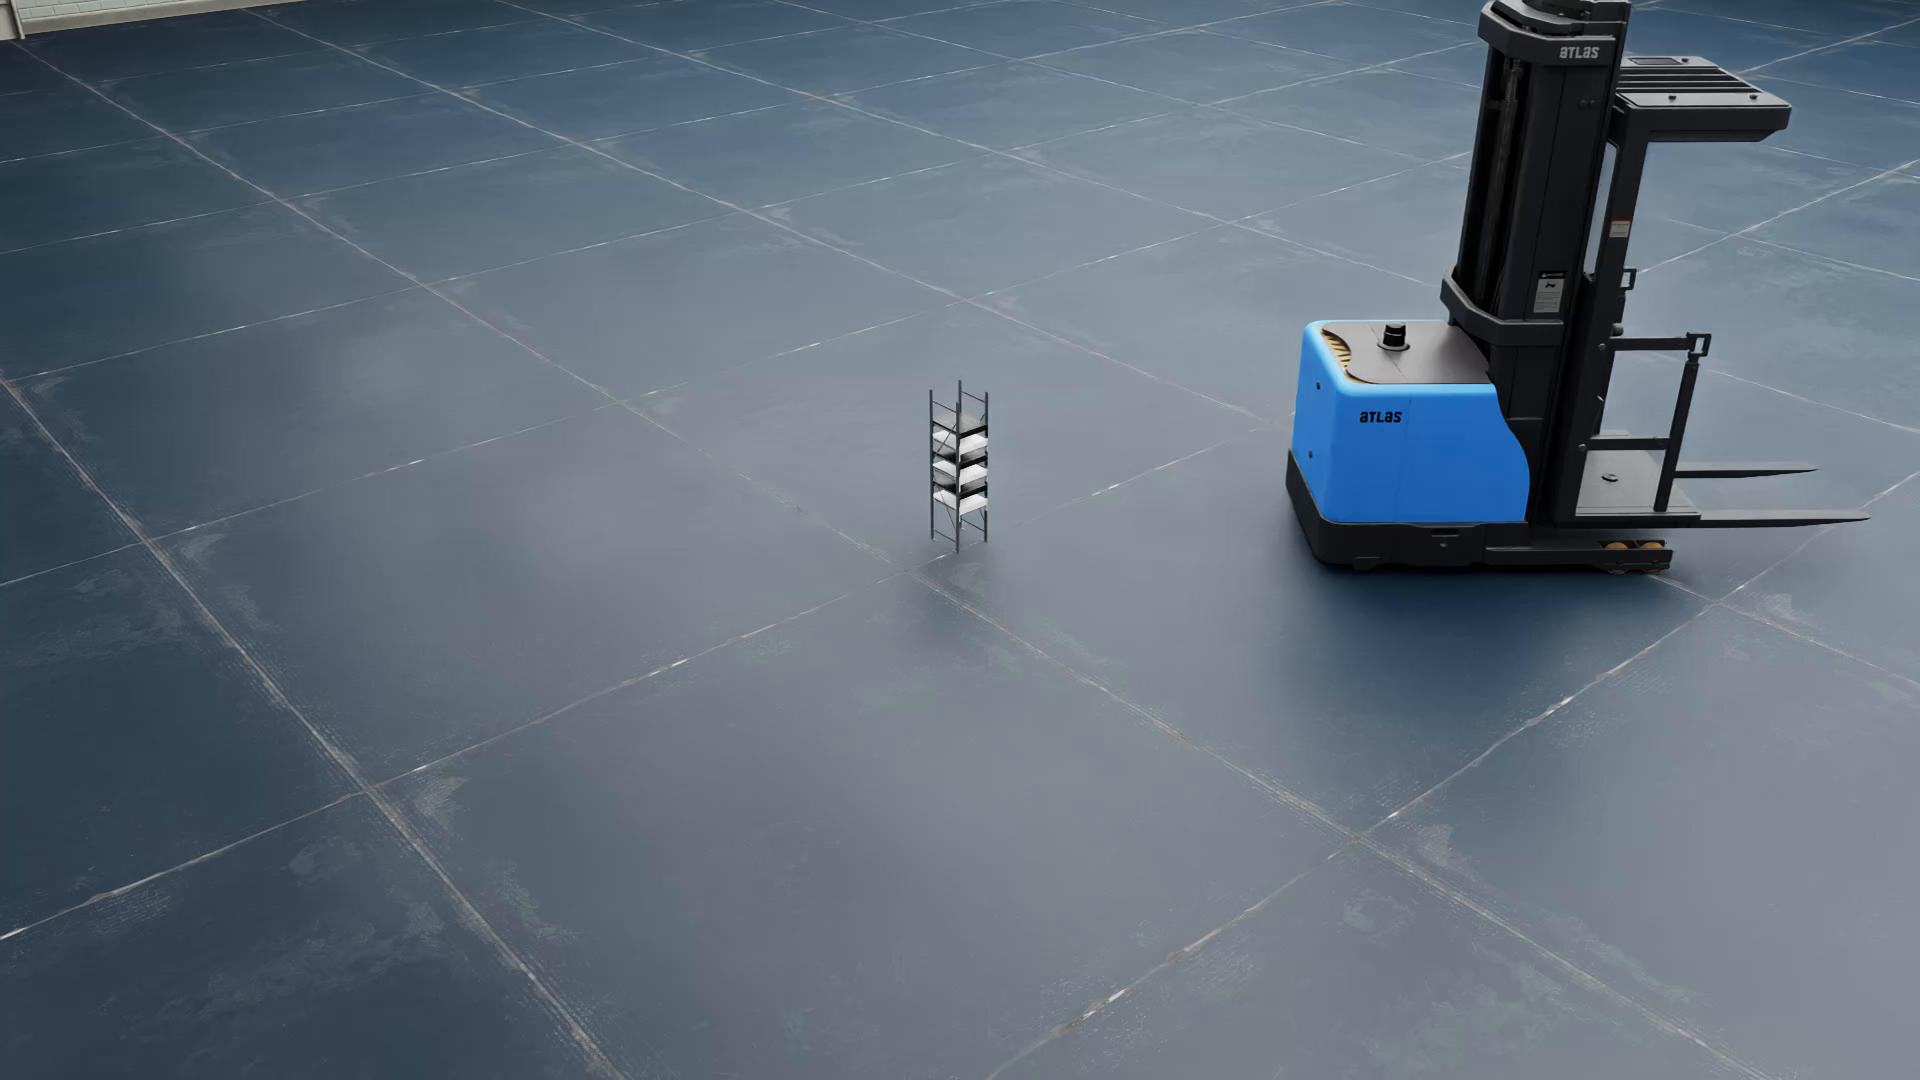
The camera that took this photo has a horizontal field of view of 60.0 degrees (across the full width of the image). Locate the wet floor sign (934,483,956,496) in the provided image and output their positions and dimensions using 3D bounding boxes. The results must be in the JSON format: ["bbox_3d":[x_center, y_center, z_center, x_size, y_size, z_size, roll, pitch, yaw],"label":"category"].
[{"bbox_3d":[-5.787,-1.460,11.297,9.326,0.644,8.976,-10,30,-18],"label":"wet floor sign"}]

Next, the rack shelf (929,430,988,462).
[{"bbox_3d":[-0.006,-0.524,8.964,0.200,0.077,0.258,-22,35,-35],"label":"rack shelf"}]

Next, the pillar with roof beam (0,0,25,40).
[{"bbox_3d":[-9.389,-8.824,16.214,0.400,9.000,9.100,-22,35,-35],"label":"pillar with roof beam"}]

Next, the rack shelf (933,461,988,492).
[{"bbox_3d":[-0.006,-0.365,9.049,0.200,0.077,0.258,-22,35,-35],"label":"rack shelf"}]

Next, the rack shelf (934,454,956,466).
[{"bbox_3d":[-0.006,-0.458,9.000,0.184,0.015,0.199,-22,35,-35],"label":"rack shelf"}]

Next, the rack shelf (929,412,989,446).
[{"bbox_3d":[-0.006,-0.603,8.922,0.200,0.077,0.258,-22,35,-35],"label":"rack shelf"}]

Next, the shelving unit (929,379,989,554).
[{"bbox_3d":[-0.006,-0.394,9.033,0.210,0.900,0.258,-22,35,-35],"label":"shelving unit"}]

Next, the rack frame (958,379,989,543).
[{"bbox_3d":[0.071,-0.426,9.091,0.006,0.900,0.240,-22,35,-35],"label":"rack frame"}]

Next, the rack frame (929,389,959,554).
[{"bbox_3d":[-0.084,-0.363,8.975,0.006,0.900,0.240,-22,35,-35],"label":"rack frame"}]

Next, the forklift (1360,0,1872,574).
[{"bbox_3d":[3.466,-1.332,8.700,2.937,2.867,1.118,-1,28,-1],"label":"forklift"}]

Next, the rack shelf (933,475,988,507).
[{"bbox_3d":[-0.006,-0.286,9.091,0.200,0.077,0.258,-22,35,-35],"label":"rack shelf"}]

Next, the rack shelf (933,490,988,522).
[{"bbox_3d":[-0.006,-0.206,9.134,0.200,0.077,0.258,-22,35,-35],"label":"rack shelf"}]
